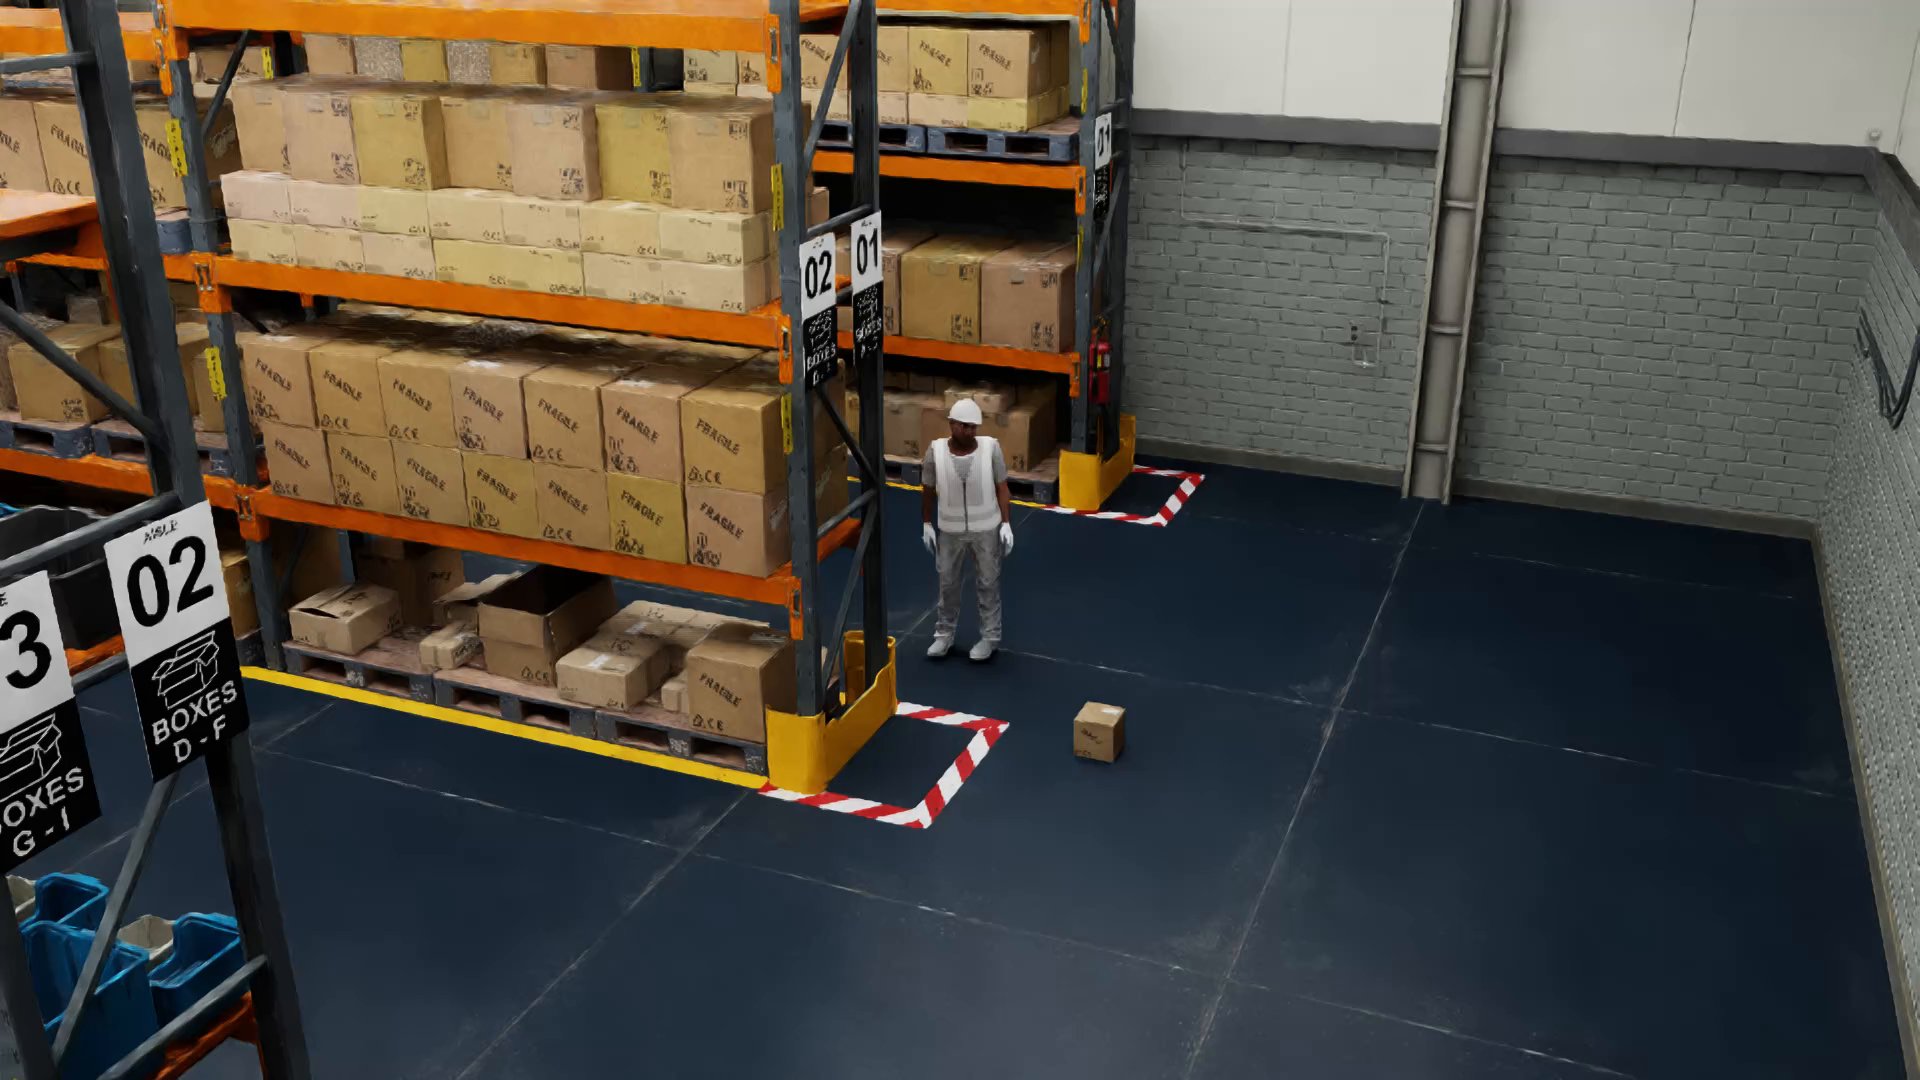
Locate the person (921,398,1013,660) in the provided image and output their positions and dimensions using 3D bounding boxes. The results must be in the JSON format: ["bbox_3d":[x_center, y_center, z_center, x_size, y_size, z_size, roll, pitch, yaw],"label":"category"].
[{"bbox_3d":[0.048,-0.071,11.011,0.619,1.791,0.397,2,22,4],"label":"person"}]
